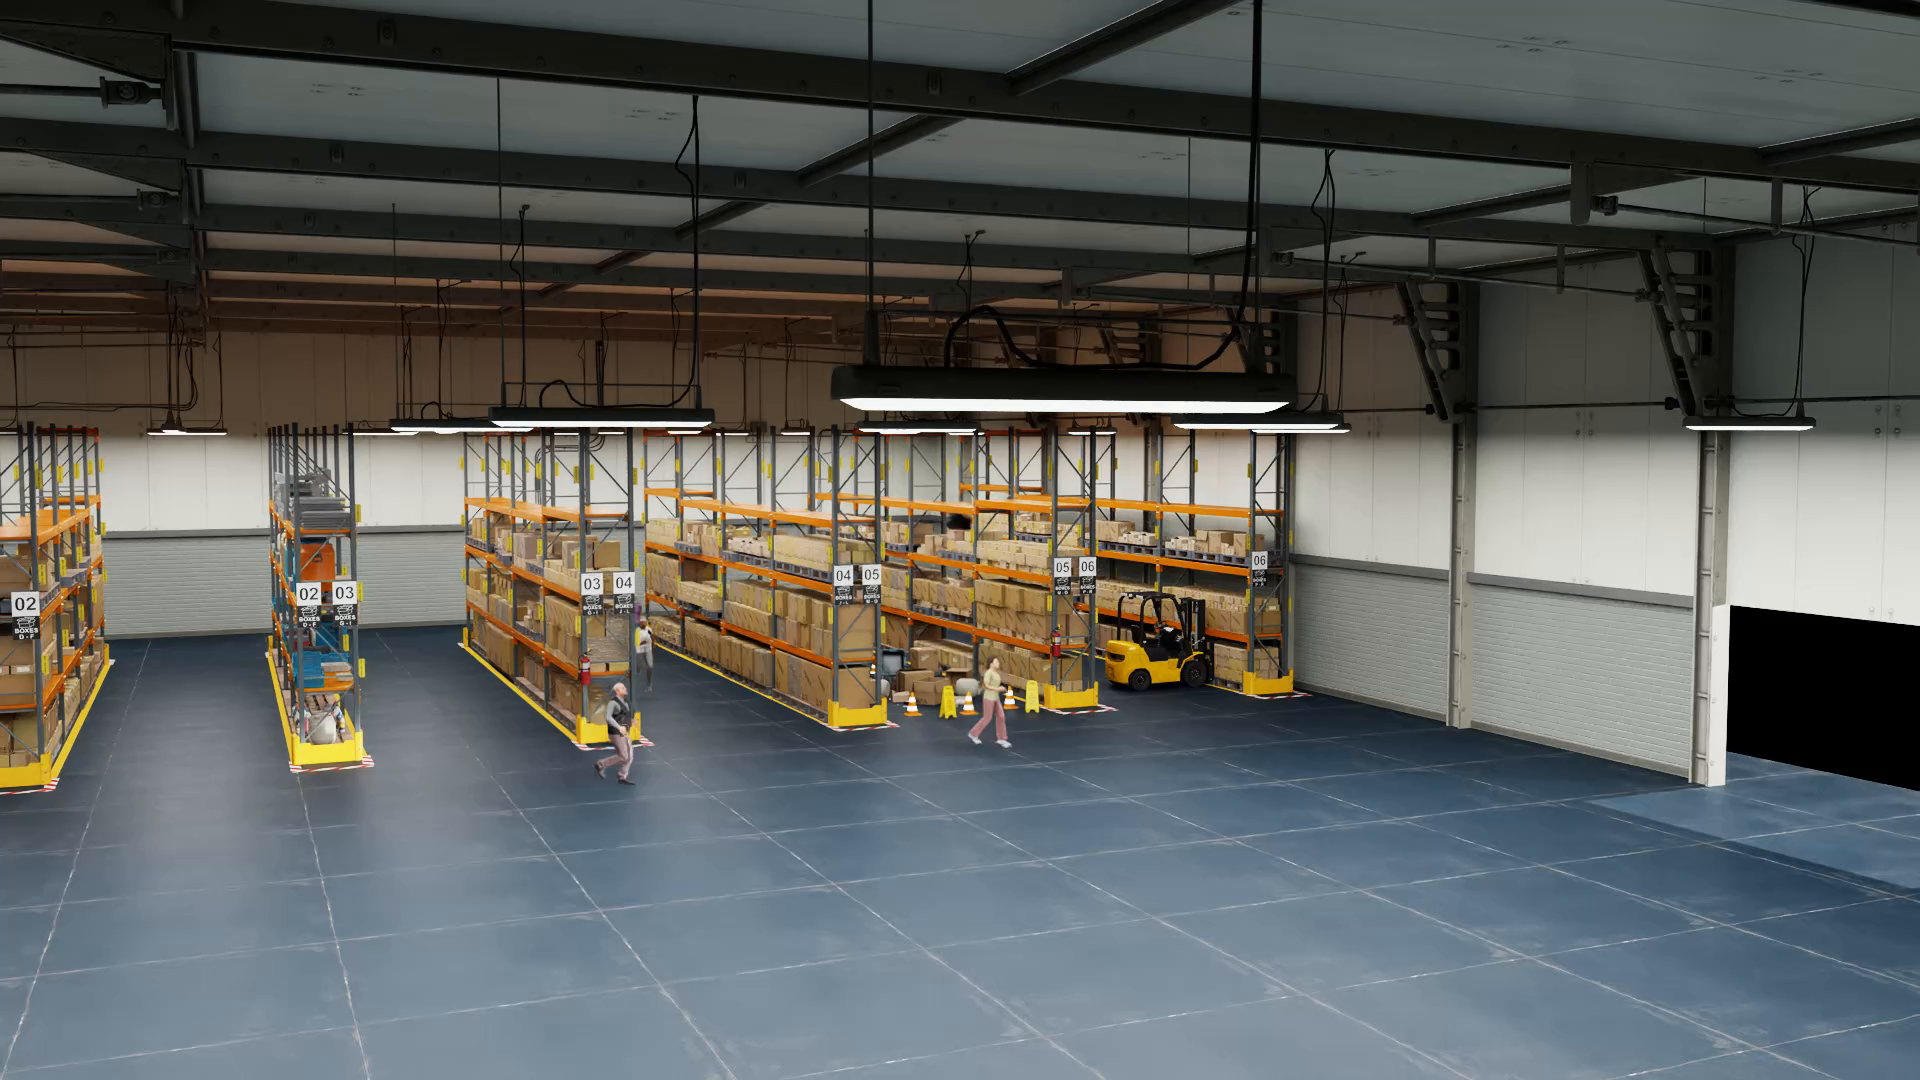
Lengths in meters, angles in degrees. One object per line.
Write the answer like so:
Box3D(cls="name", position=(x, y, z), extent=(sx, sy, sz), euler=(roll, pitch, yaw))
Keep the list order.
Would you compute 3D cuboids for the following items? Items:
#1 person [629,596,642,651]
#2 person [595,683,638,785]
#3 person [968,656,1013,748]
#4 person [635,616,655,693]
Box3D(cls="person", position=(-8.664, 2.239, 44.046), extent=(0.562, 1.623, 0.863), euler=(-2, 4, -28))
Box3D(cls="person", position=(-5.680, 3.206, 27.531), extent=(0.645, 1.702, 0.662), euler=(1, 4, 11))
Box3D(cls="person", position=(0.563, 2.994, 30.905), extent=(0.846, 1.702, 0.592), euler=(1, 4, 22))
Box3D(cls="person", position=(-7.196, 2.575, 37.774), extent=(0.585, 1.747, 0.891), euler=(-2, 4, -27))
